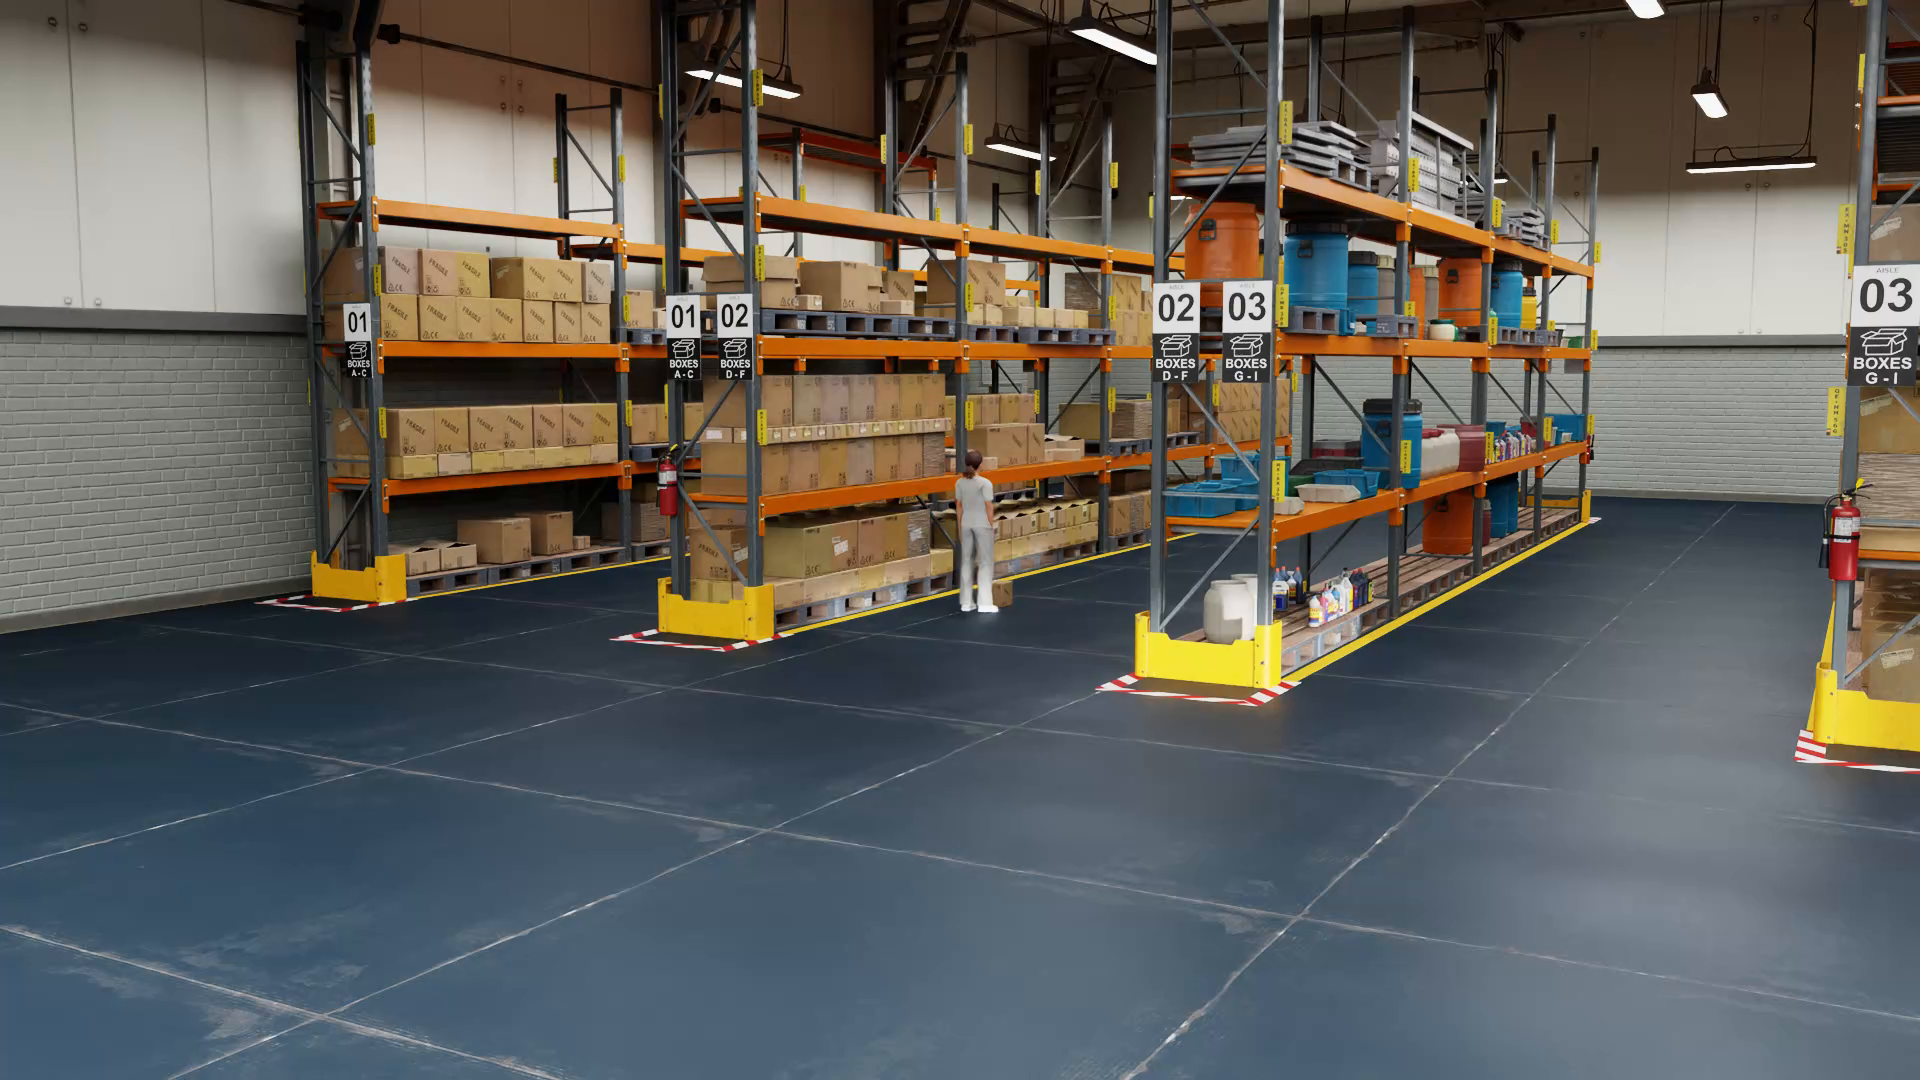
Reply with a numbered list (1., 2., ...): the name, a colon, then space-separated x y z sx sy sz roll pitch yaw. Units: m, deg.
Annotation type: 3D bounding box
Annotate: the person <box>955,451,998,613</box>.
1. person: 0.155 -0.088 17.218 0.438 1.675 0.359 3 7 28
